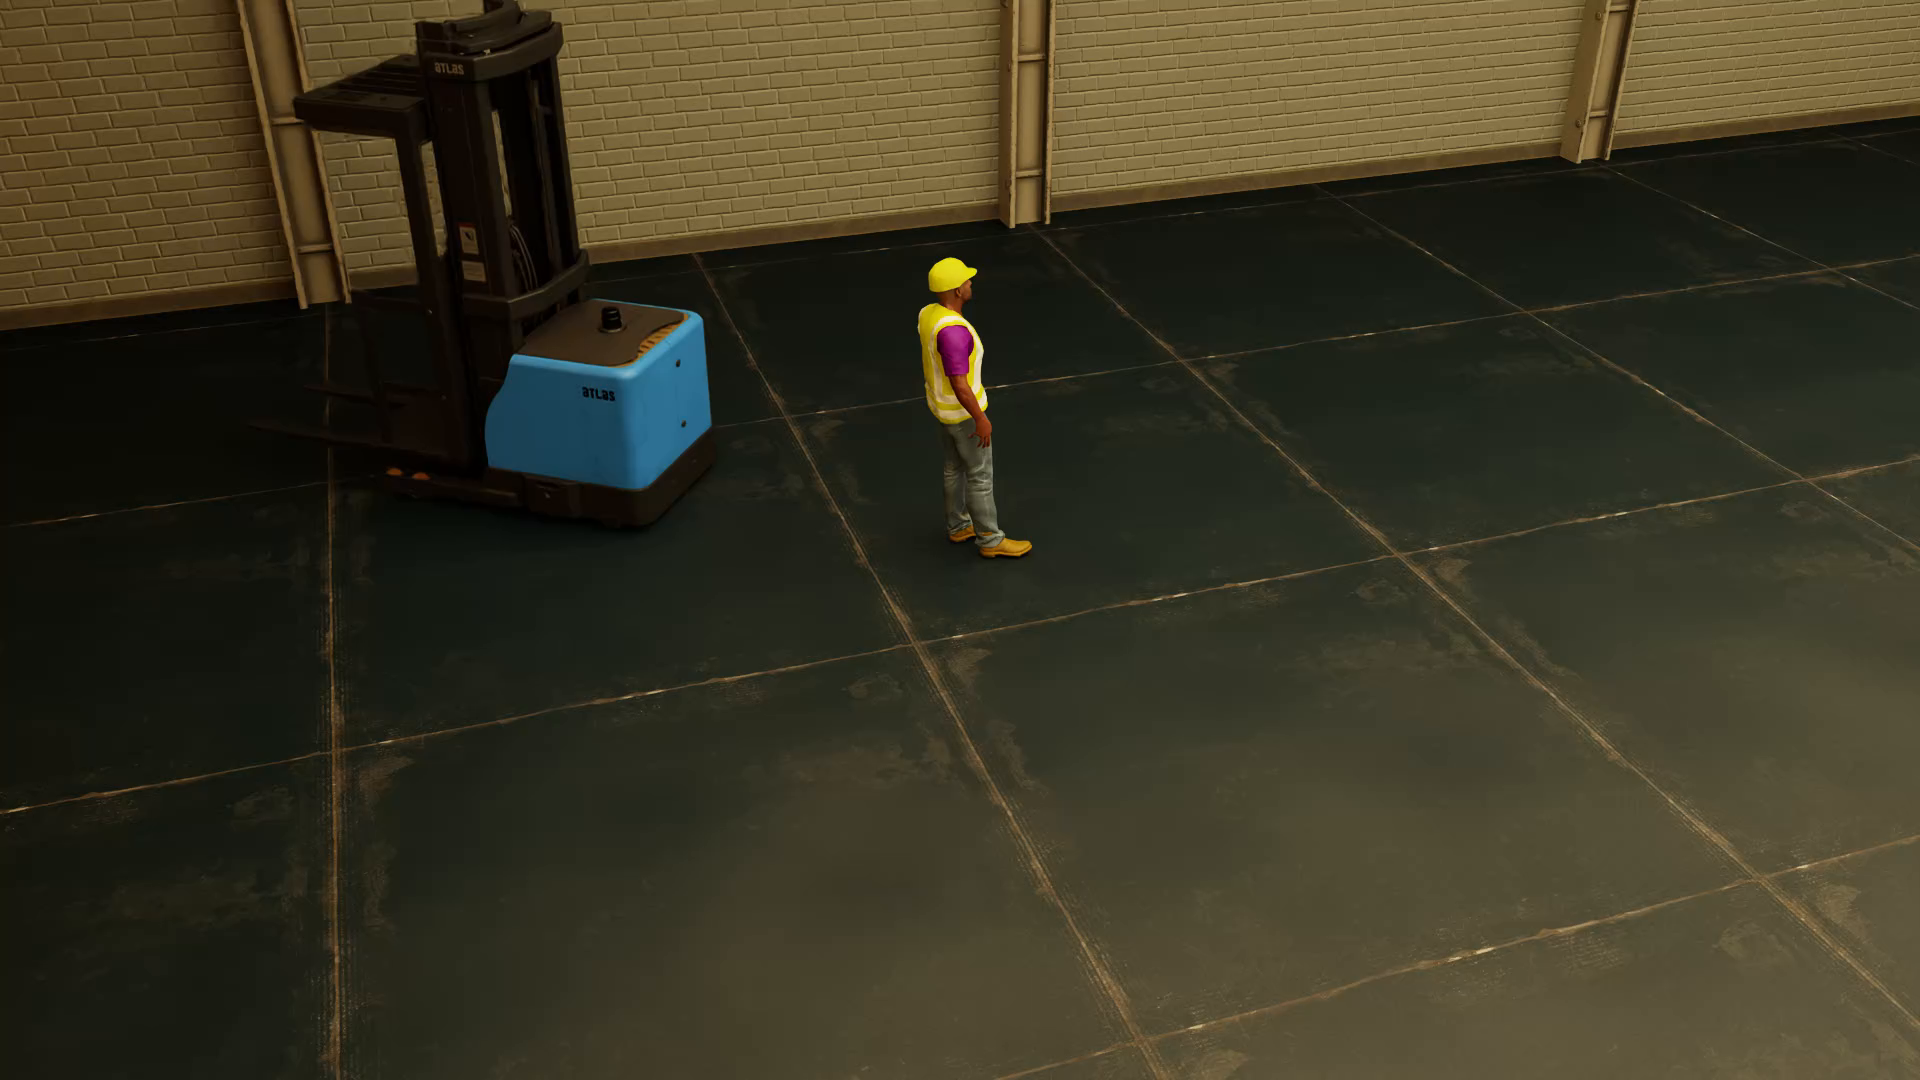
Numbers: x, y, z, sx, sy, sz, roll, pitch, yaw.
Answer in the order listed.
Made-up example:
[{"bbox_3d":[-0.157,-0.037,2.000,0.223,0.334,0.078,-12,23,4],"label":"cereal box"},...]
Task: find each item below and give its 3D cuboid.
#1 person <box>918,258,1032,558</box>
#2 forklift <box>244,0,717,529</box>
[{"bbox_3d":[0.068,-0.780,9.596,0.576,1.766,0.665,-10,31,-16],"label":"person"},{"bbox_3d":[-3.158,-1.763,10.151,3.031,2.935,1.130,9,31,16],"label":"forklift"}]
